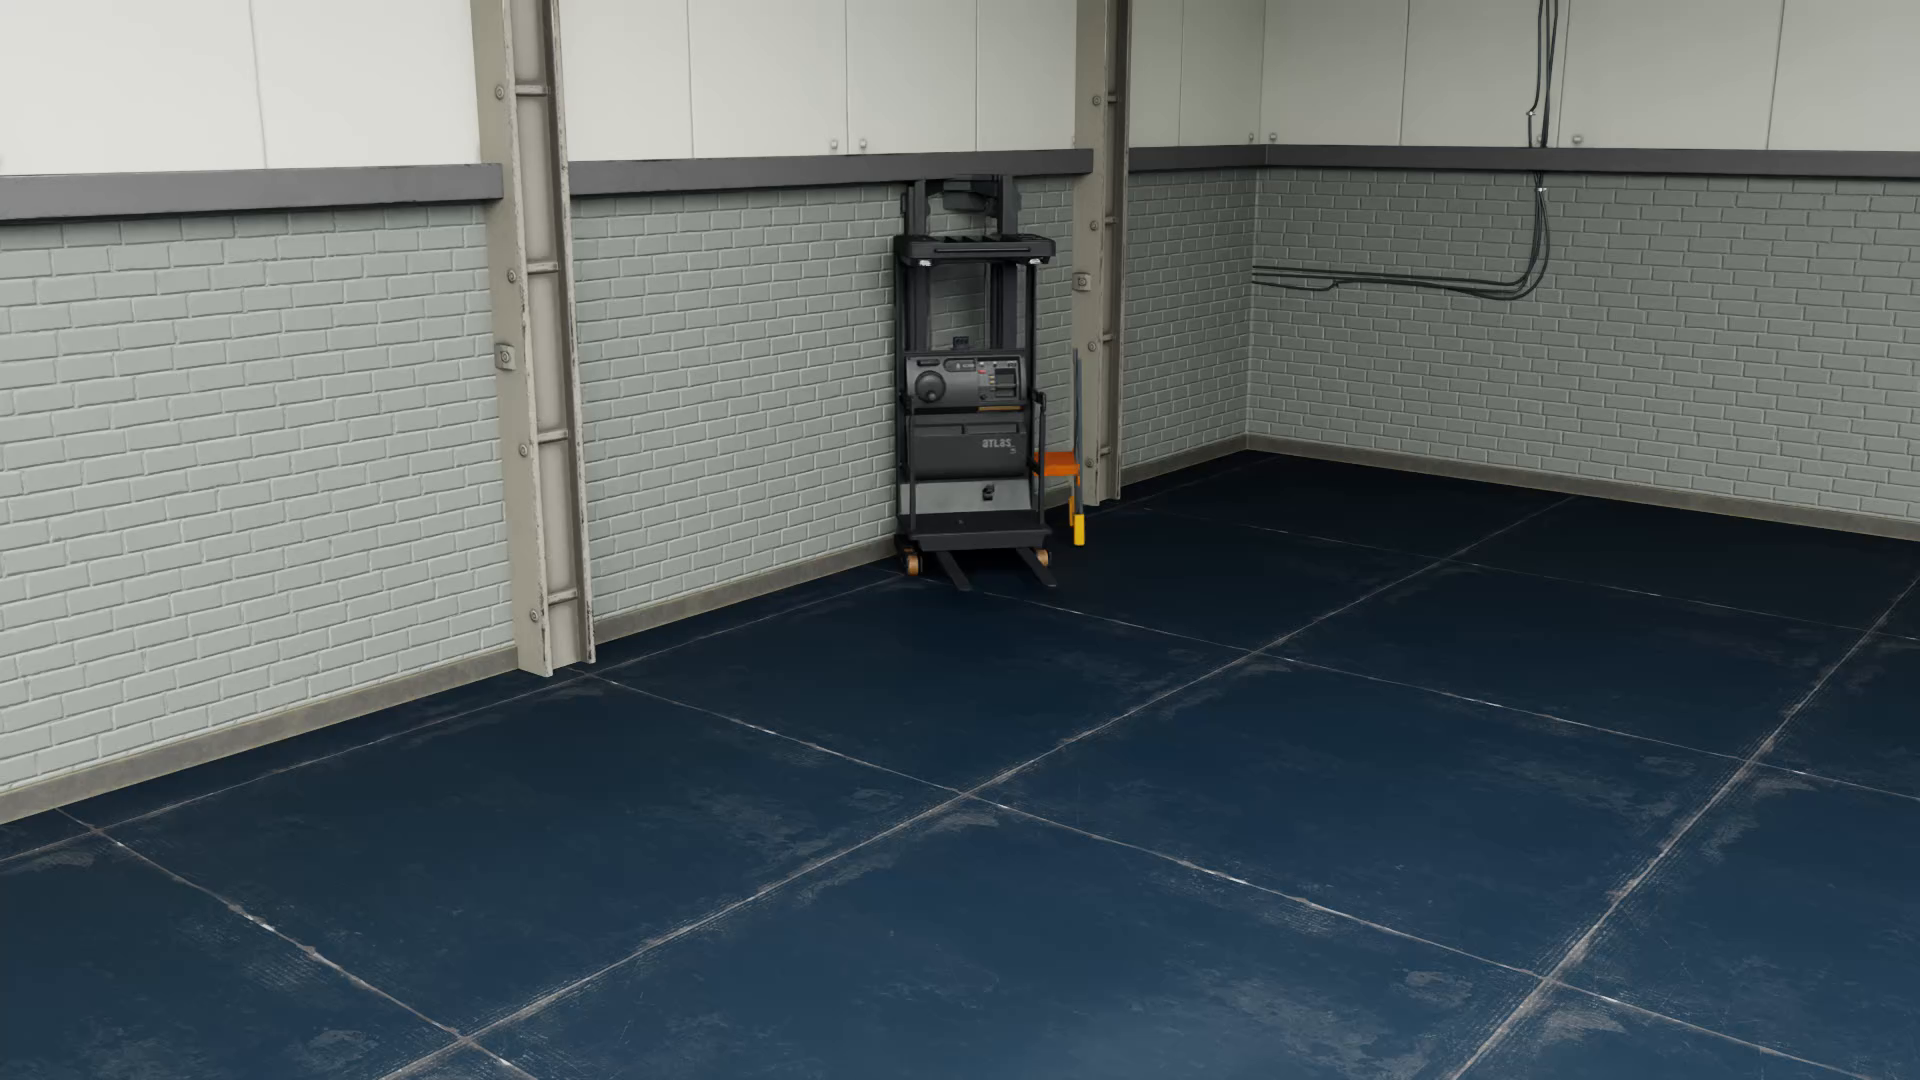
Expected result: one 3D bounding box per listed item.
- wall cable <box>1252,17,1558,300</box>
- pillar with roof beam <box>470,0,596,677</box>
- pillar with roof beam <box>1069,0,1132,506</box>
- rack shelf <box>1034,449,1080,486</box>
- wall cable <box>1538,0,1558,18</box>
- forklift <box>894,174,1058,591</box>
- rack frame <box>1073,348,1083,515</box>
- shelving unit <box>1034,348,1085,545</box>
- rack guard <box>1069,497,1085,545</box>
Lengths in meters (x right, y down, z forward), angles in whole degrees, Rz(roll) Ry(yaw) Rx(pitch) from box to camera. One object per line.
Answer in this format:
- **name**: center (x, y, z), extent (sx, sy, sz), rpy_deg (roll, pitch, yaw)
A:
- **wall cable**: center (4.096, -3.578, 15.738), extent (3.097, 2.526, 0.112), rpy_deg (11, 18, 38)
- **pillar with roof beam**: center (0.793, -2.908, 6.795), extent (9.100, 9.000, 0.400), rpy_deg (11, 18, 38)
- **pillar with roof beam**: center (4.564, -4.057, 11.318), extent (9.100, 9.000, 0.400), rpy_deg (11, 18, 38)
- **rack shelf**: center (0.451, -0.571, 13.467), extent (1.000, 0.185, 0.538), rpy_deg (-2, 16, 0)
- **wall cable**: center (6.200, -5.607, 13.469), extent (3.097, 2.526, 0.112), rpy_deg (11, 18, 38)
- **forklift**: center (0.085, -1.242, 12.560), extent (1.130, 2.935, 3.031), rpy_deg (-2, 14, -9)
- **rack frame**: center (0.954, -0.760, 13.415), extent (0.032, 1.500, 0.500), rpy_deg (-2, 16, 0)
- **shelving unit**: center (0.436, -0.744, 13.418), extent (1.083, 1.500, 0.587), rpy_deg (-2, 16, 0)
- **rack guard**: center (0.954, -0.158, 13.586), extent (0.087, 0.250, 0.587), rpy_deg (-2, 16, 0)
